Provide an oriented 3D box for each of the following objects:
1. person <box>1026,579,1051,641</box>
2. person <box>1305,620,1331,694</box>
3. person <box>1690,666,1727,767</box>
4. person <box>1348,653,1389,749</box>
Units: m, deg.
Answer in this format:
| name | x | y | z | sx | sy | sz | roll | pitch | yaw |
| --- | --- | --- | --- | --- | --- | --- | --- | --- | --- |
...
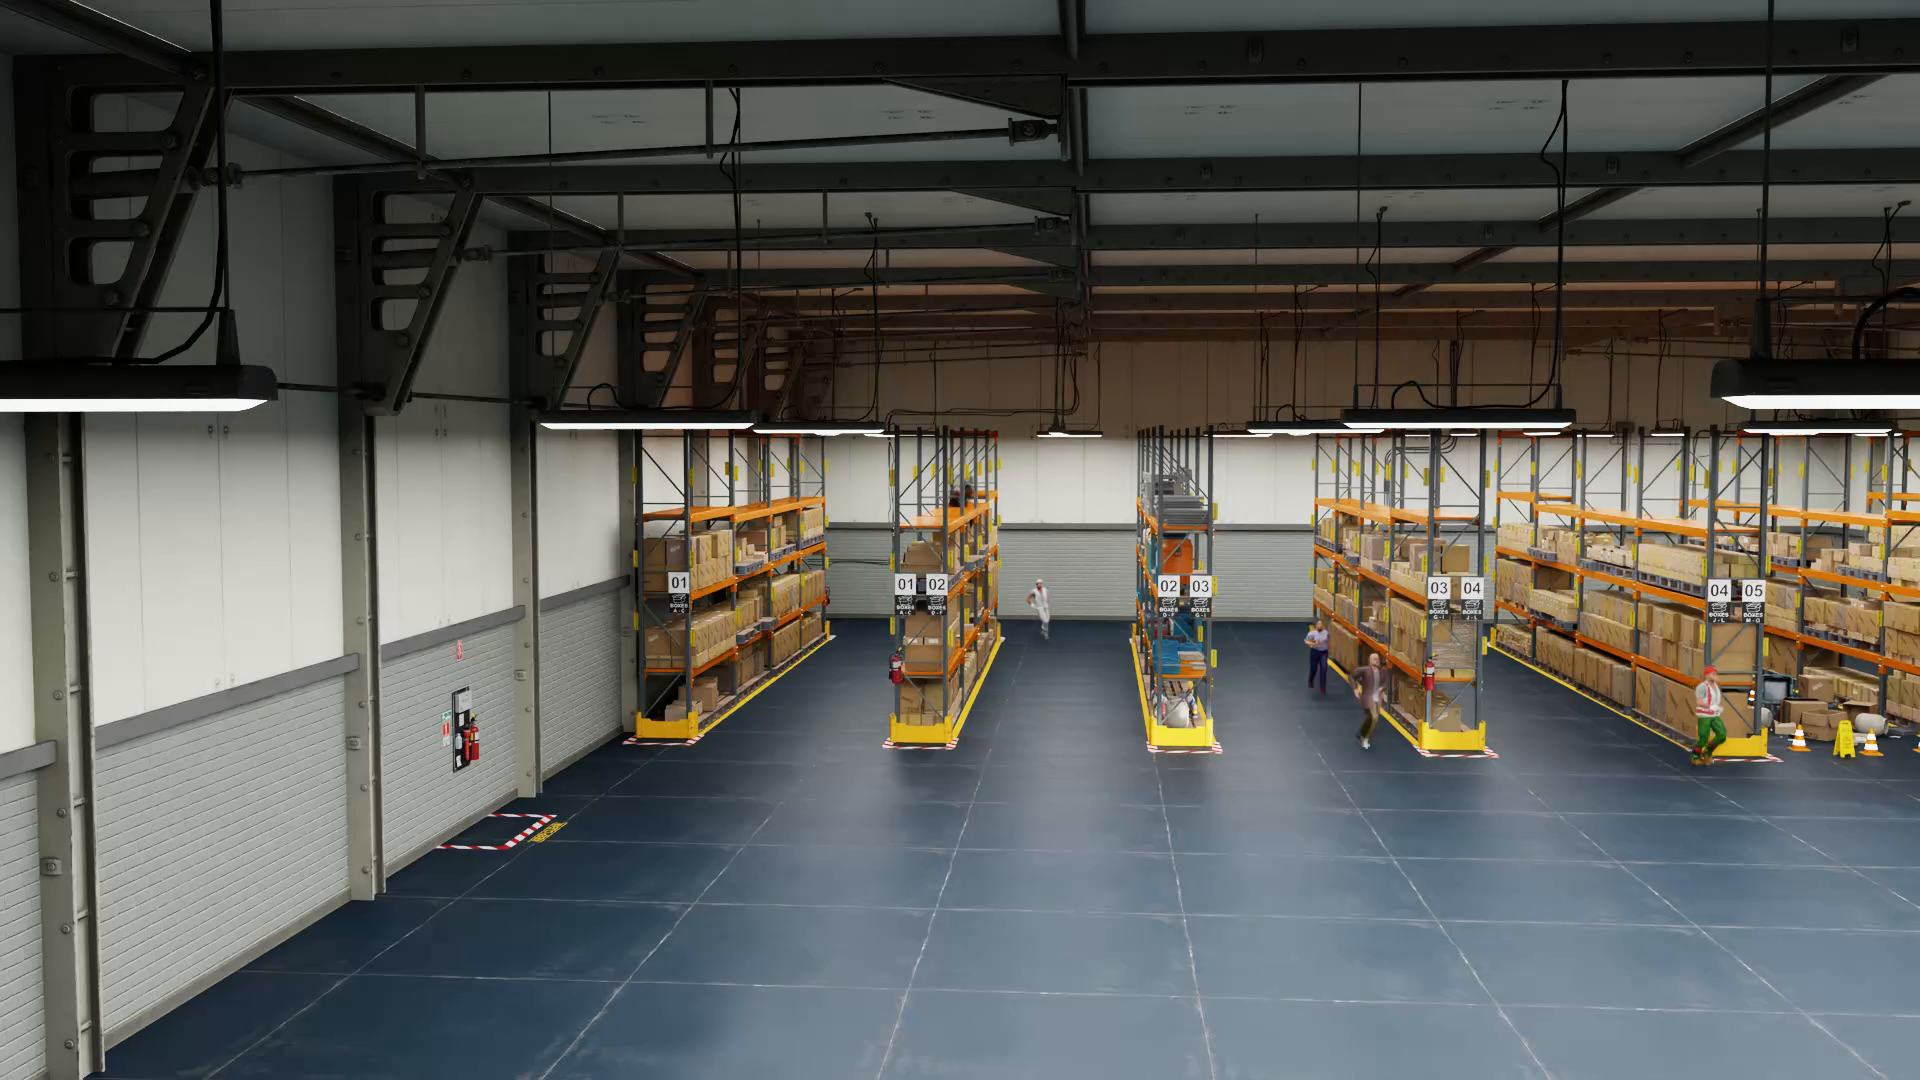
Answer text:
| name | x | y | z | sx | sy | sz | roll | pitch | yaw |
| --- | --- | --- | --- | --- | --- | --- | --- | --- | --- |
| person | 2.317 | 1.999 | 47.563 | 0.660 | 1.779 | 0.689 | -2 | 4 | -31 |
| person | 8.112 | 2.626 | 37.690 | 0.612 | 1.619 | 0.907 | 0 | 3 | -3 |
| person | 13.118 | 3.091 | 29.044 | 0.677 | 1.774 | 0.664 | -2 | 4 | -26 |
| person | 7.659 | 3.001 | 31.007 | 0.686 | 1.780 | 0.683 | -1 | 4 | -23 |
